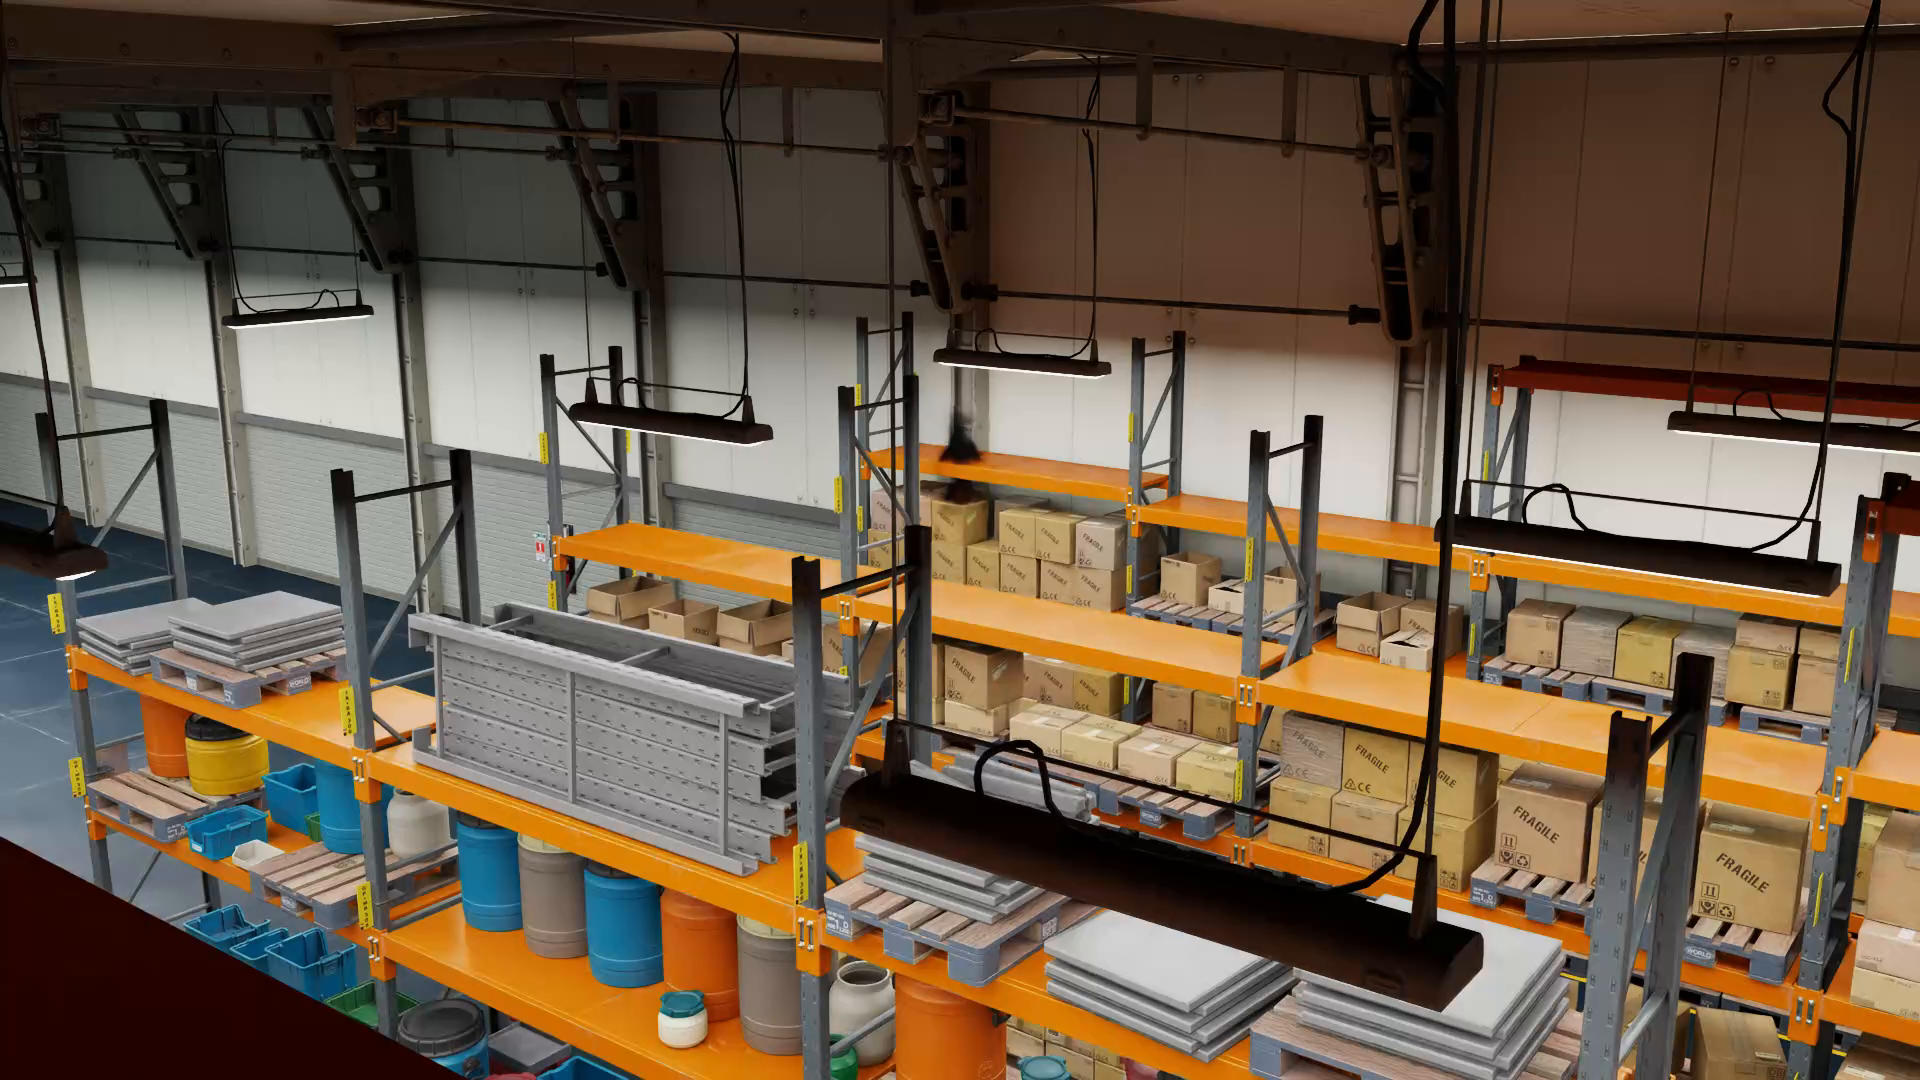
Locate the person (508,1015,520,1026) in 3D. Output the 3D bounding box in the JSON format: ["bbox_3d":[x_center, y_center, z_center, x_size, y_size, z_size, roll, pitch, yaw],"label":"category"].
[{"bbox_3d":[-3.582,4.100,13.886,0.761,1.713,0.644,8,15,32],"label":"person"}]
